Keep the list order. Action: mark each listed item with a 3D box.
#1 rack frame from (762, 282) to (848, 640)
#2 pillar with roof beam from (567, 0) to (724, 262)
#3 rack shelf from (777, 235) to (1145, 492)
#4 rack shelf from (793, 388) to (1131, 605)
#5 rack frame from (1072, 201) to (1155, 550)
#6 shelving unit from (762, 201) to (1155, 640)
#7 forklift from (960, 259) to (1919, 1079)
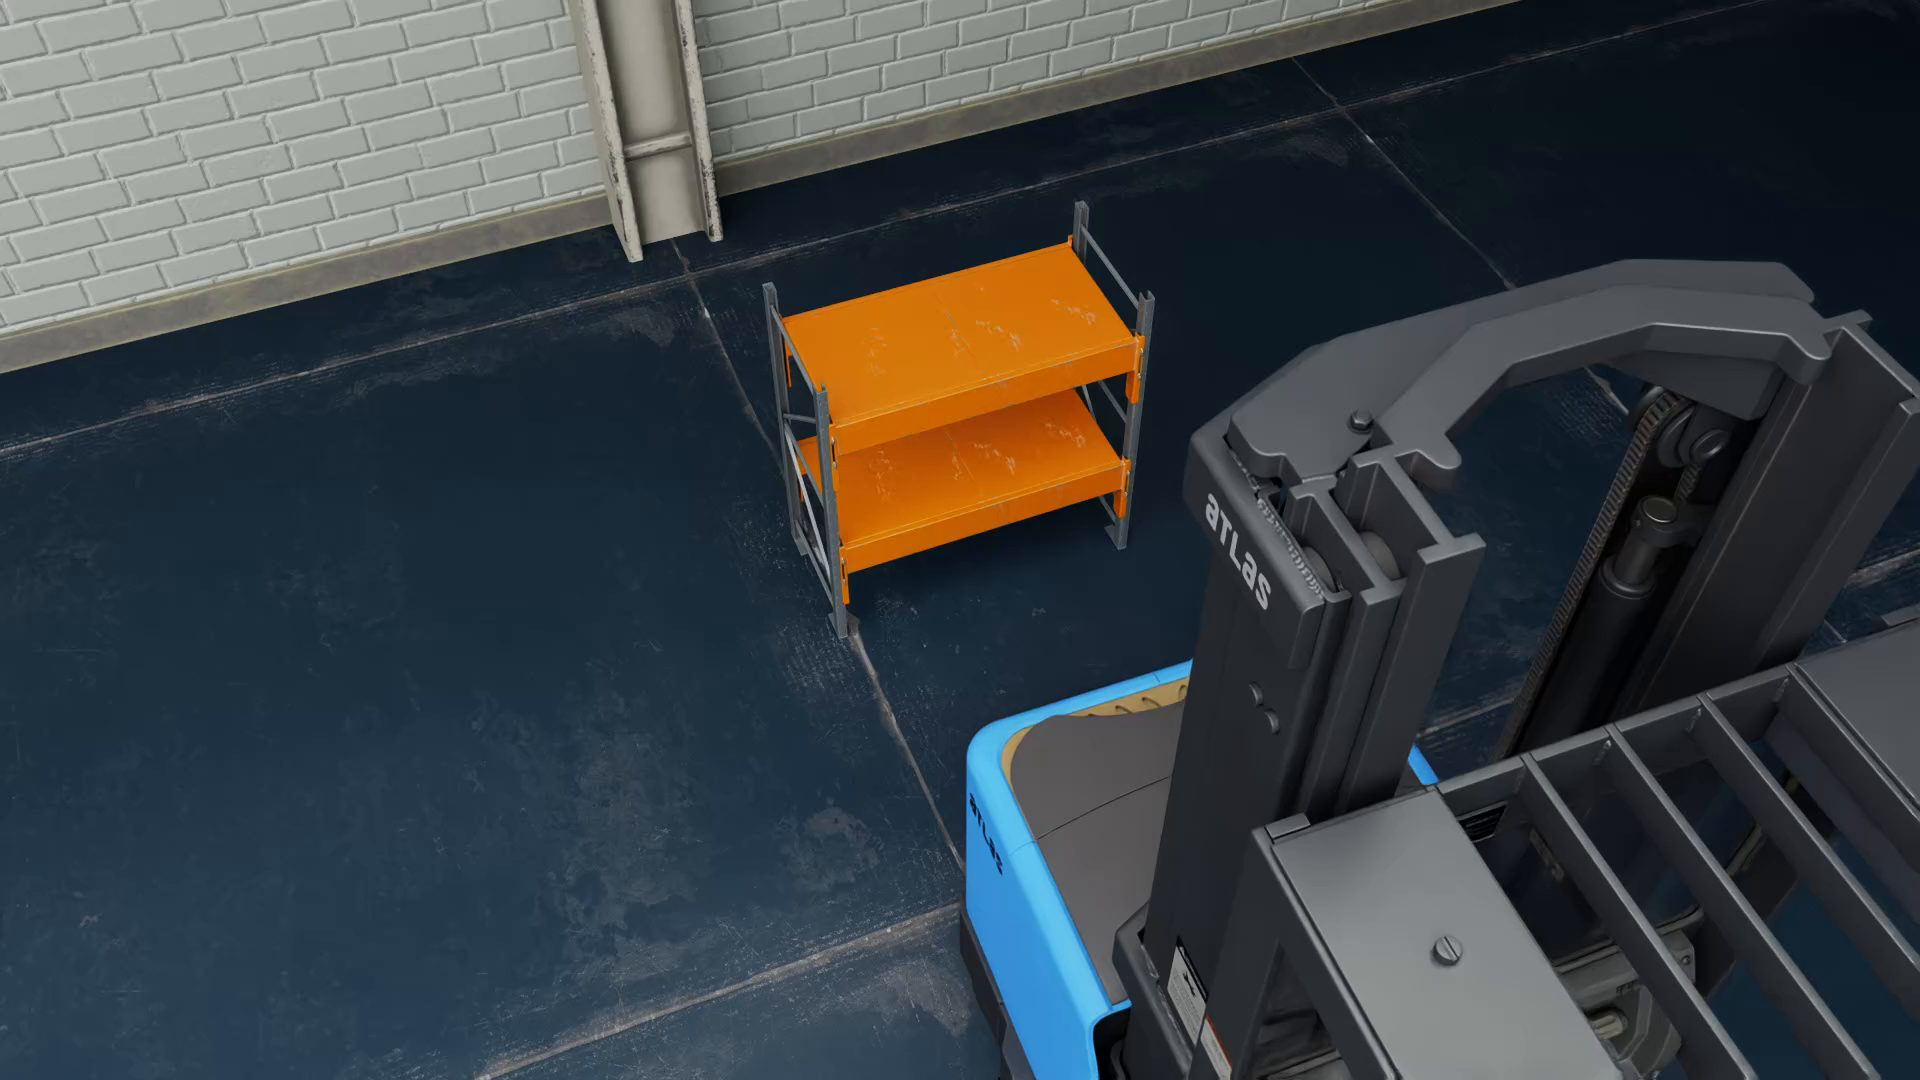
[{"bbox_3d":[-0.477,-0.219,5.196,0.032,1.125,0.500,-17,52,-14],"label":"rack frame"},{"bbox_3d":[0.422,-1.192,0.842,0.400,9.000,9.100,-17,52,-14],"label":"pillar with roof beam"},{"bbox_3d":[-0.006,-0.555,5.100,1.000,0.278,0.538,-17,52,-14],"label":"rack shelf"},{"bbox_3d":[-0.006,-0.205,5.507,1.000,0.278,0.538,-17,52,-14],"label":"rack shelf"},{"bbox_3d":[0.464,-0.510,5.447,0.032,1.125,0.500,-17,52,-14],"label":"rack frame"},{"bbox_3d":[-0.006,-0.365,5.322,1.048,1.125,0.538,-17,52,-14],"label":"shelving unit"},{"bbox_3d":[0.990,1.117,2.858,1.130,2.935,3.031,-16,51,-13],"label":"forklift"}]
